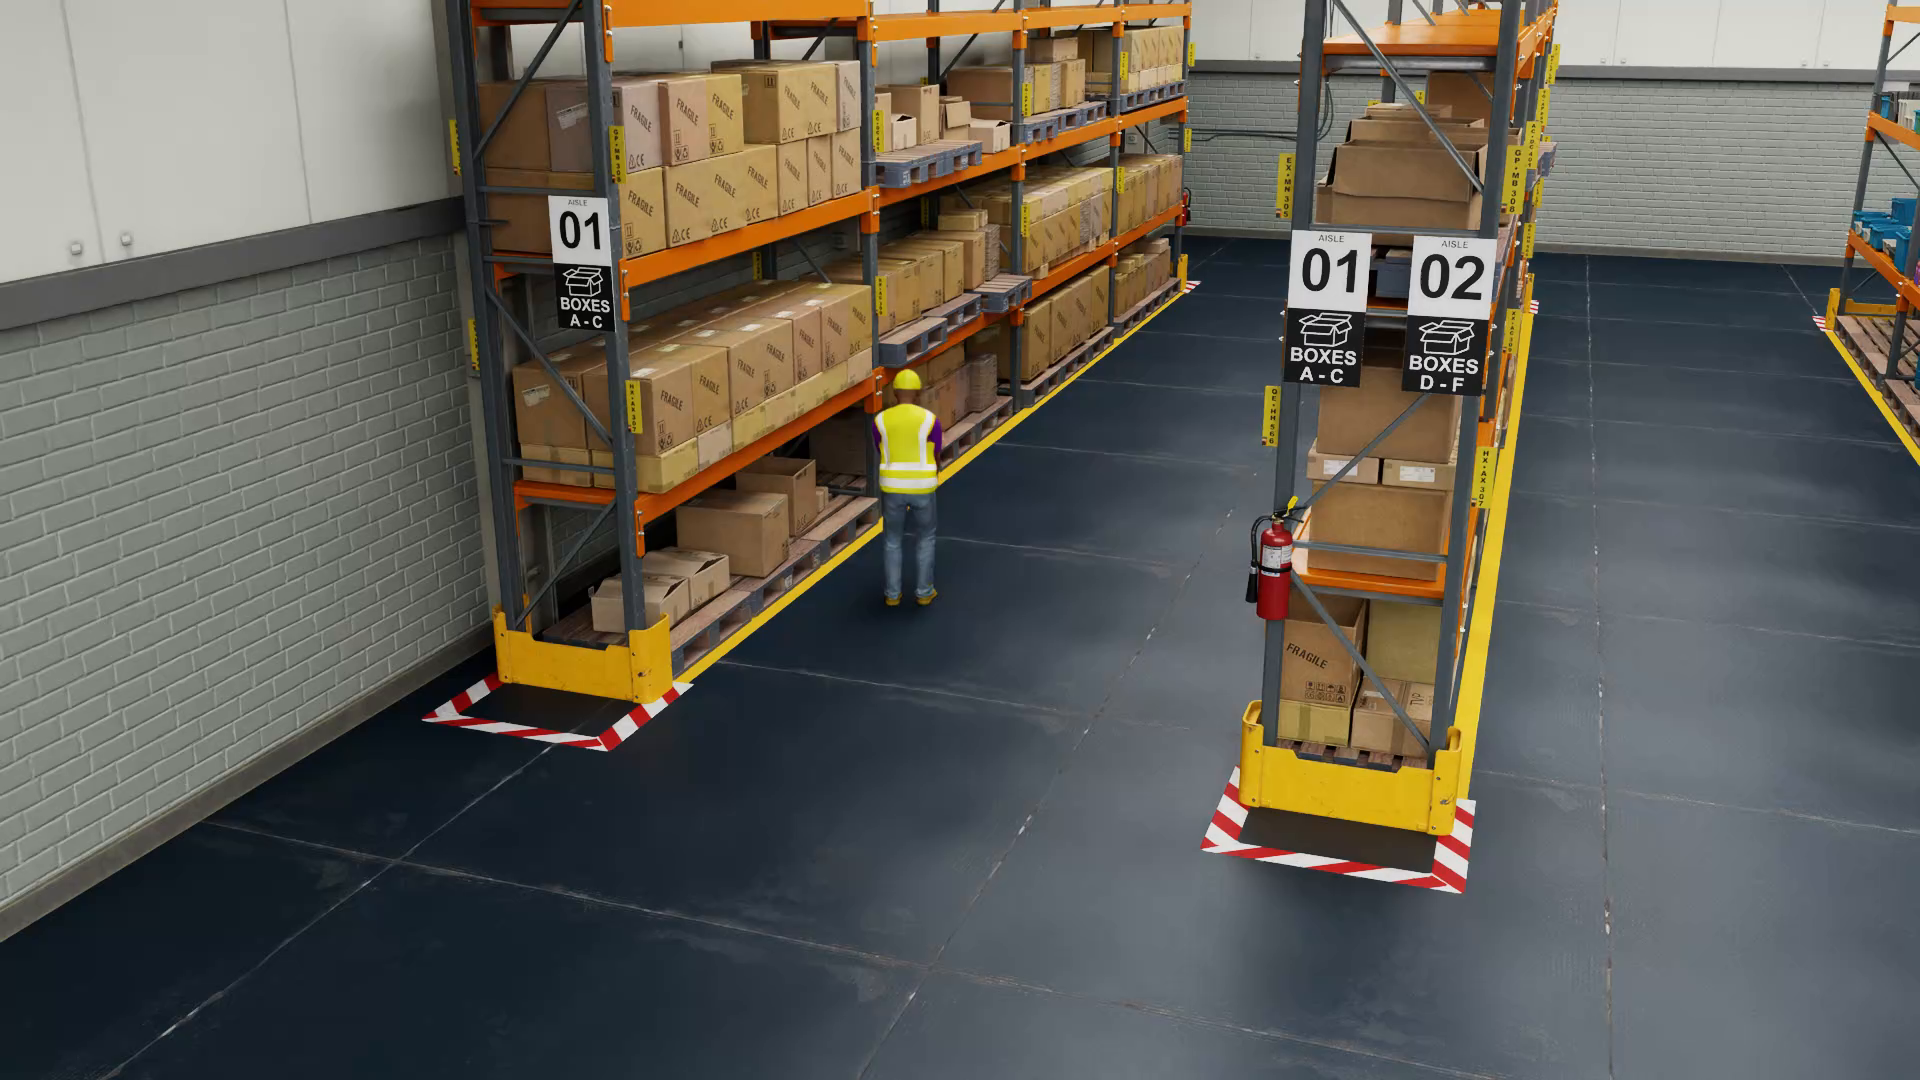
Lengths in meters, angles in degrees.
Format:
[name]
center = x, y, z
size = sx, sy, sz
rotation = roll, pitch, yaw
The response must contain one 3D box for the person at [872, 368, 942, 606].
[person]
center = -0.381, -0.401, 12.248
size = 0.501, 1.746, 0.597
rotation = 2, 19, 5
